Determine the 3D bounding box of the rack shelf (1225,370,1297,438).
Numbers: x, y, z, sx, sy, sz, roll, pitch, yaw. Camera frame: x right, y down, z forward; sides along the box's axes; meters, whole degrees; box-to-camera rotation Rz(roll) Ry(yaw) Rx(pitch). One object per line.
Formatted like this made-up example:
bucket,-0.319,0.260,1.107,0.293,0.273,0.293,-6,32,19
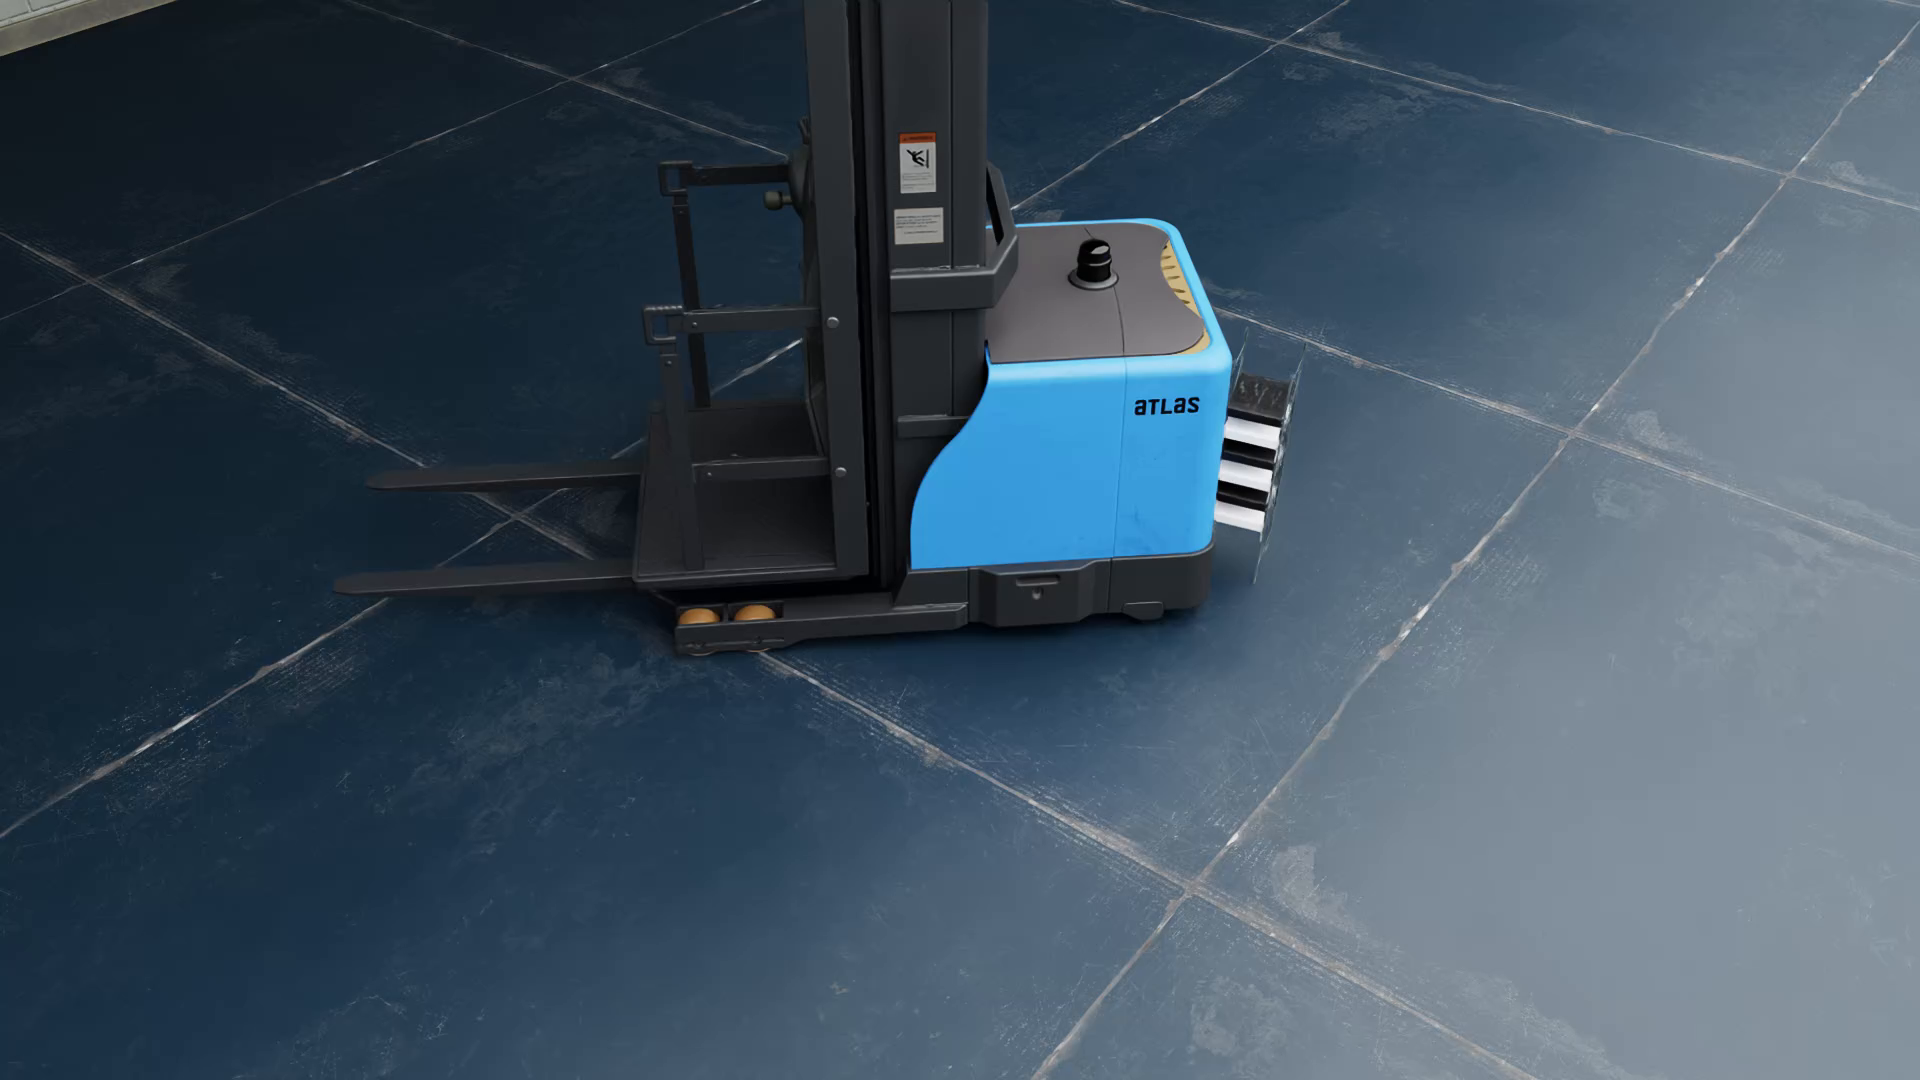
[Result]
rack shelf,1.035,-0.471,5.731,0.200,0.077,0.258,15,40,15

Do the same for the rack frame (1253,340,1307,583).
rack frame,1.123,-0.262,5.853,0.006,0.900,0.240,15,40,15

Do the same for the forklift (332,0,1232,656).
forklift,-0.665,-1.096,5.272,3.031,2.935,1.130,-3,38,-4

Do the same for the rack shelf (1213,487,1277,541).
rack shelf,1.022,-0.120,6.014,0.200,0.077,0.258,15,40,15

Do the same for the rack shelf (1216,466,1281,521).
rack shelf,1.025,-0.190,5.957,0.200,0.077,0.258,15,40,15

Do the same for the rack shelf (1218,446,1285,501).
rack shelf,1.027,-0.260,5.901,0.200,0.077,0.258,15,40,15

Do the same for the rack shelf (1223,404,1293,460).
rack shelf,1.033,-0.401,5.788,0.200,0.077,0.258,15,40,15

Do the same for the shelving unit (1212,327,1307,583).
shelving unit,1.028,-0.286,5.880,0.210,0.900,0.258,15,40,15

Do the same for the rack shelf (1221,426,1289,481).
rack shelf,1.030,-0.330,5.844,0.200,0.077,0.258,15,40,15

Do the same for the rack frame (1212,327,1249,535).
rack frame,0.933,-0.311,5.906,0.006,0.900,0.240,15,40,15
